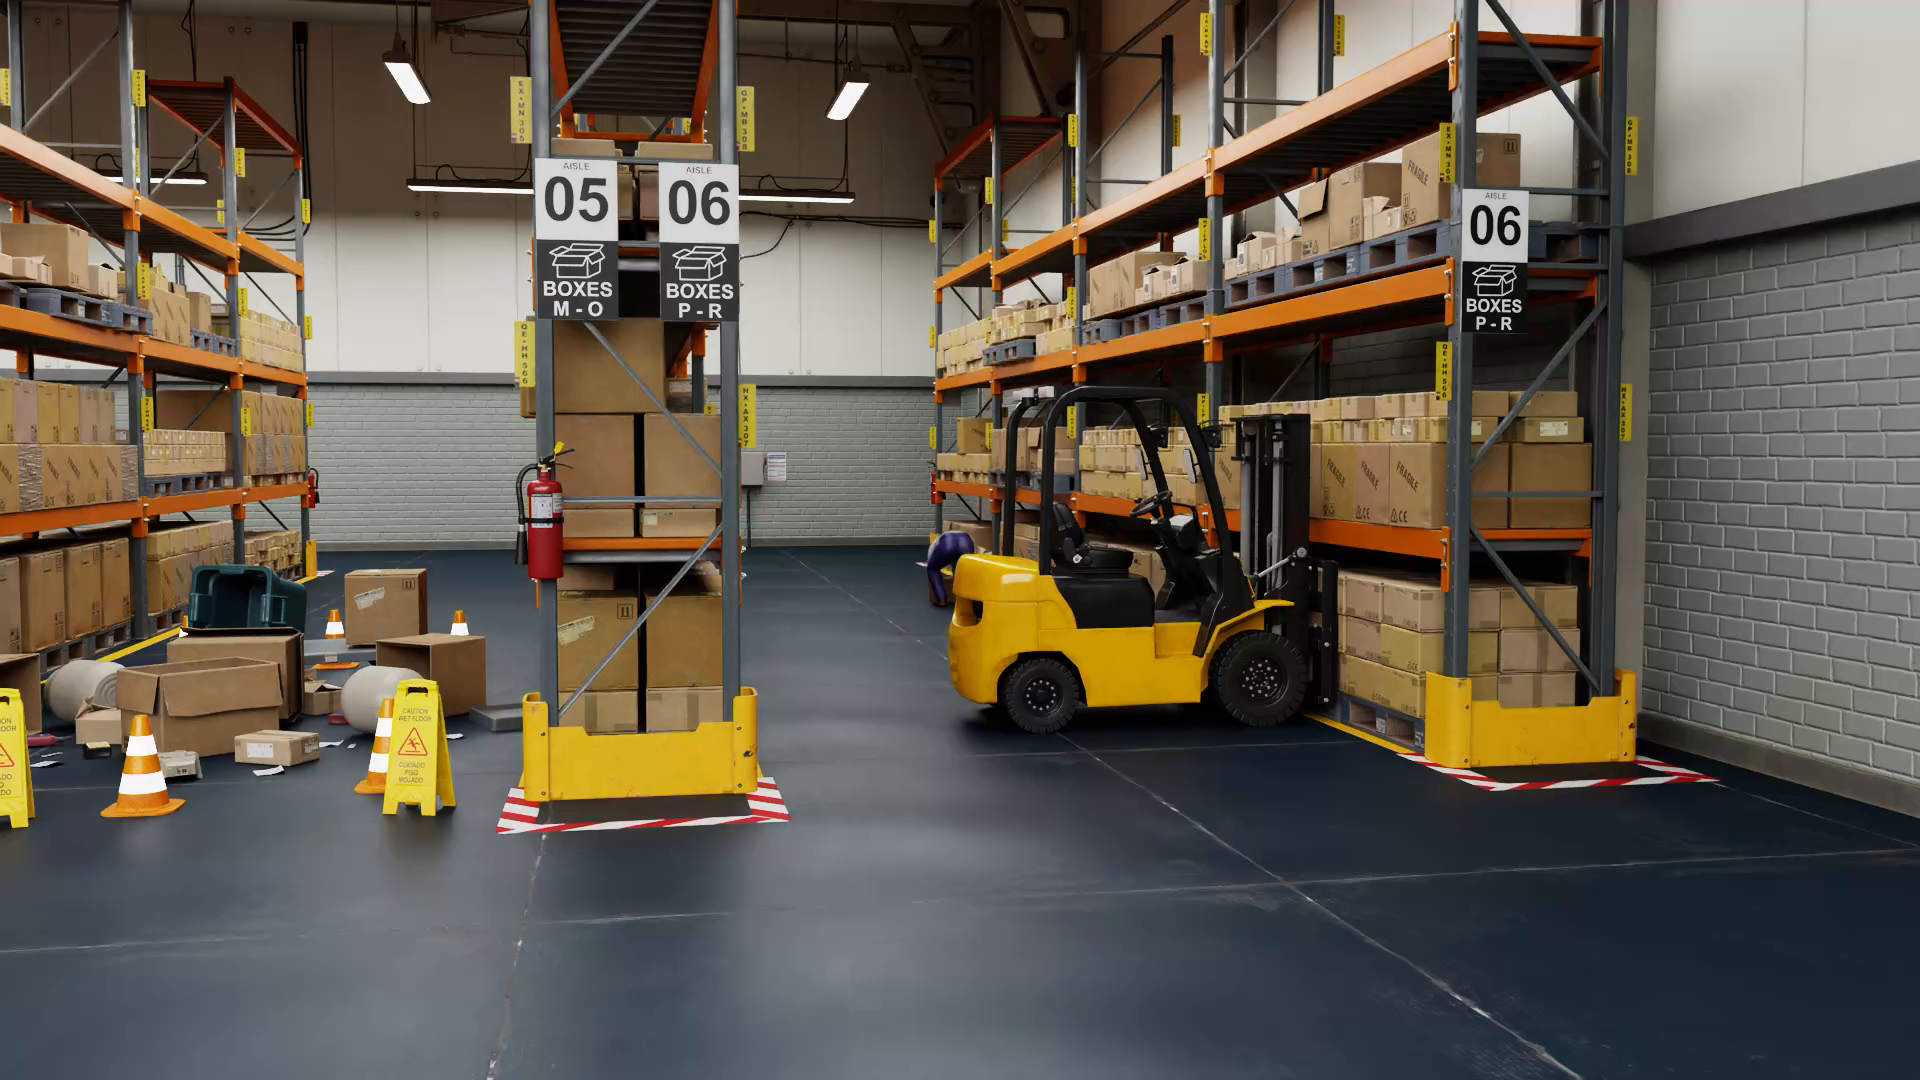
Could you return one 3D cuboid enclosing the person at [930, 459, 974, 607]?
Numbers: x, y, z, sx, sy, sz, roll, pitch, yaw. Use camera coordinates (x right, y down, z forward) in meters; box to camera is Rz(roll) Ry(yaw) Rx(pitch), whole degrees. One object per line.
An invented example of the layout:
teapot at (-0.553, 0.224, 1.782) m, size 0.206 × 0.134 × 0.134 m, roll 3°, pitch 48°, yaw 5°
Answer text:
person at (-0.084, -0.073, 18.641) m, size 0.519 × 1.642 × 0.372 m, roll -1°, pitch 3°, yaw -13°
